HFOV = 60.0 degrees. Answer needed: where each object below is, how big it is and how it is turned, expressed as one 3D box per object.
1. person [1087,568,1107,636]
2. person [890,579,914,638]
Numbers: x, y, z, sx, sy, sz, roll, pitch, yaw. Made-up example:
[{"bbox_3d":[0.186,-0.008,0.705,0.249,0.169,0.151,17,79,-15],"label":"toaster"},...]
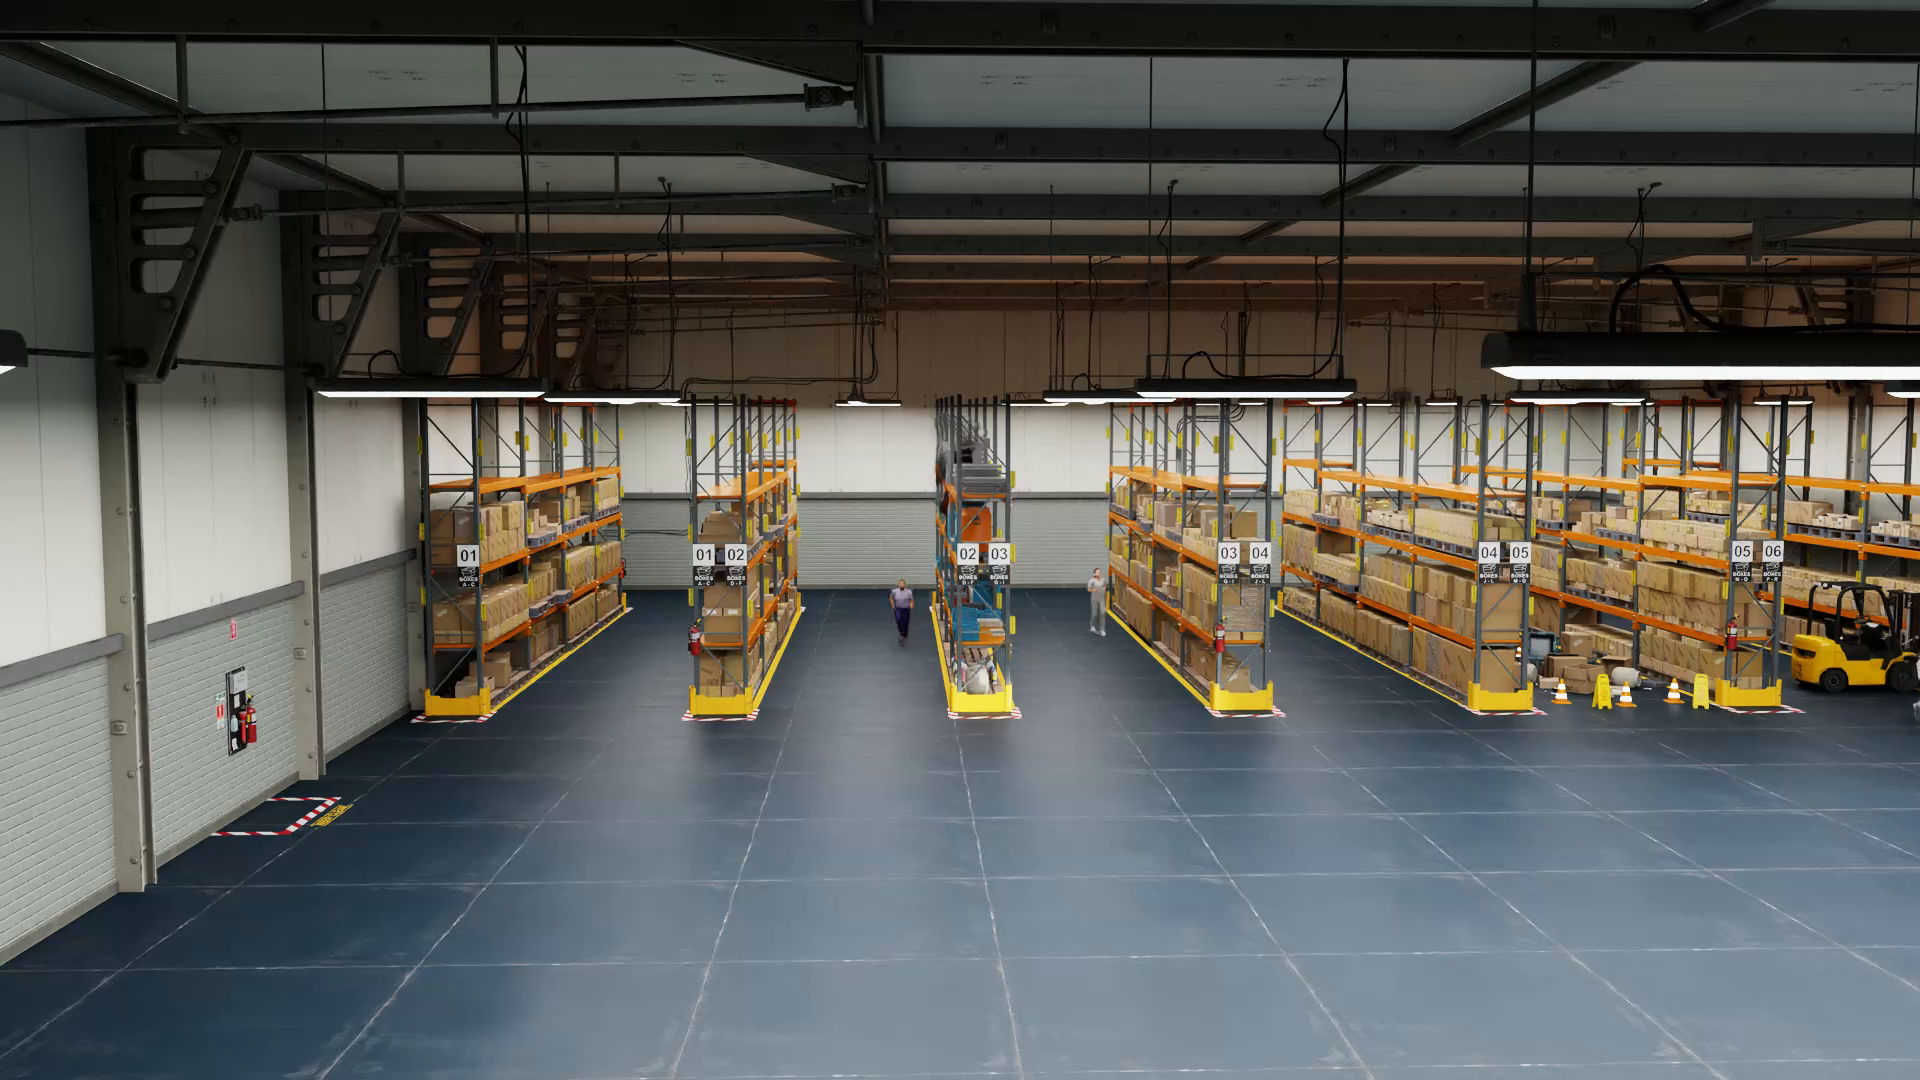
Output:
[{"bbox_3d":[3.488,1.549,42.160,0.560,1.688,0.904,-1,5,-12],"label":"person"},{"bbox_3d":[-1.411,1.691,40.416,0.592,1.496,0.871,0,5,-4],"label":"person"}]
